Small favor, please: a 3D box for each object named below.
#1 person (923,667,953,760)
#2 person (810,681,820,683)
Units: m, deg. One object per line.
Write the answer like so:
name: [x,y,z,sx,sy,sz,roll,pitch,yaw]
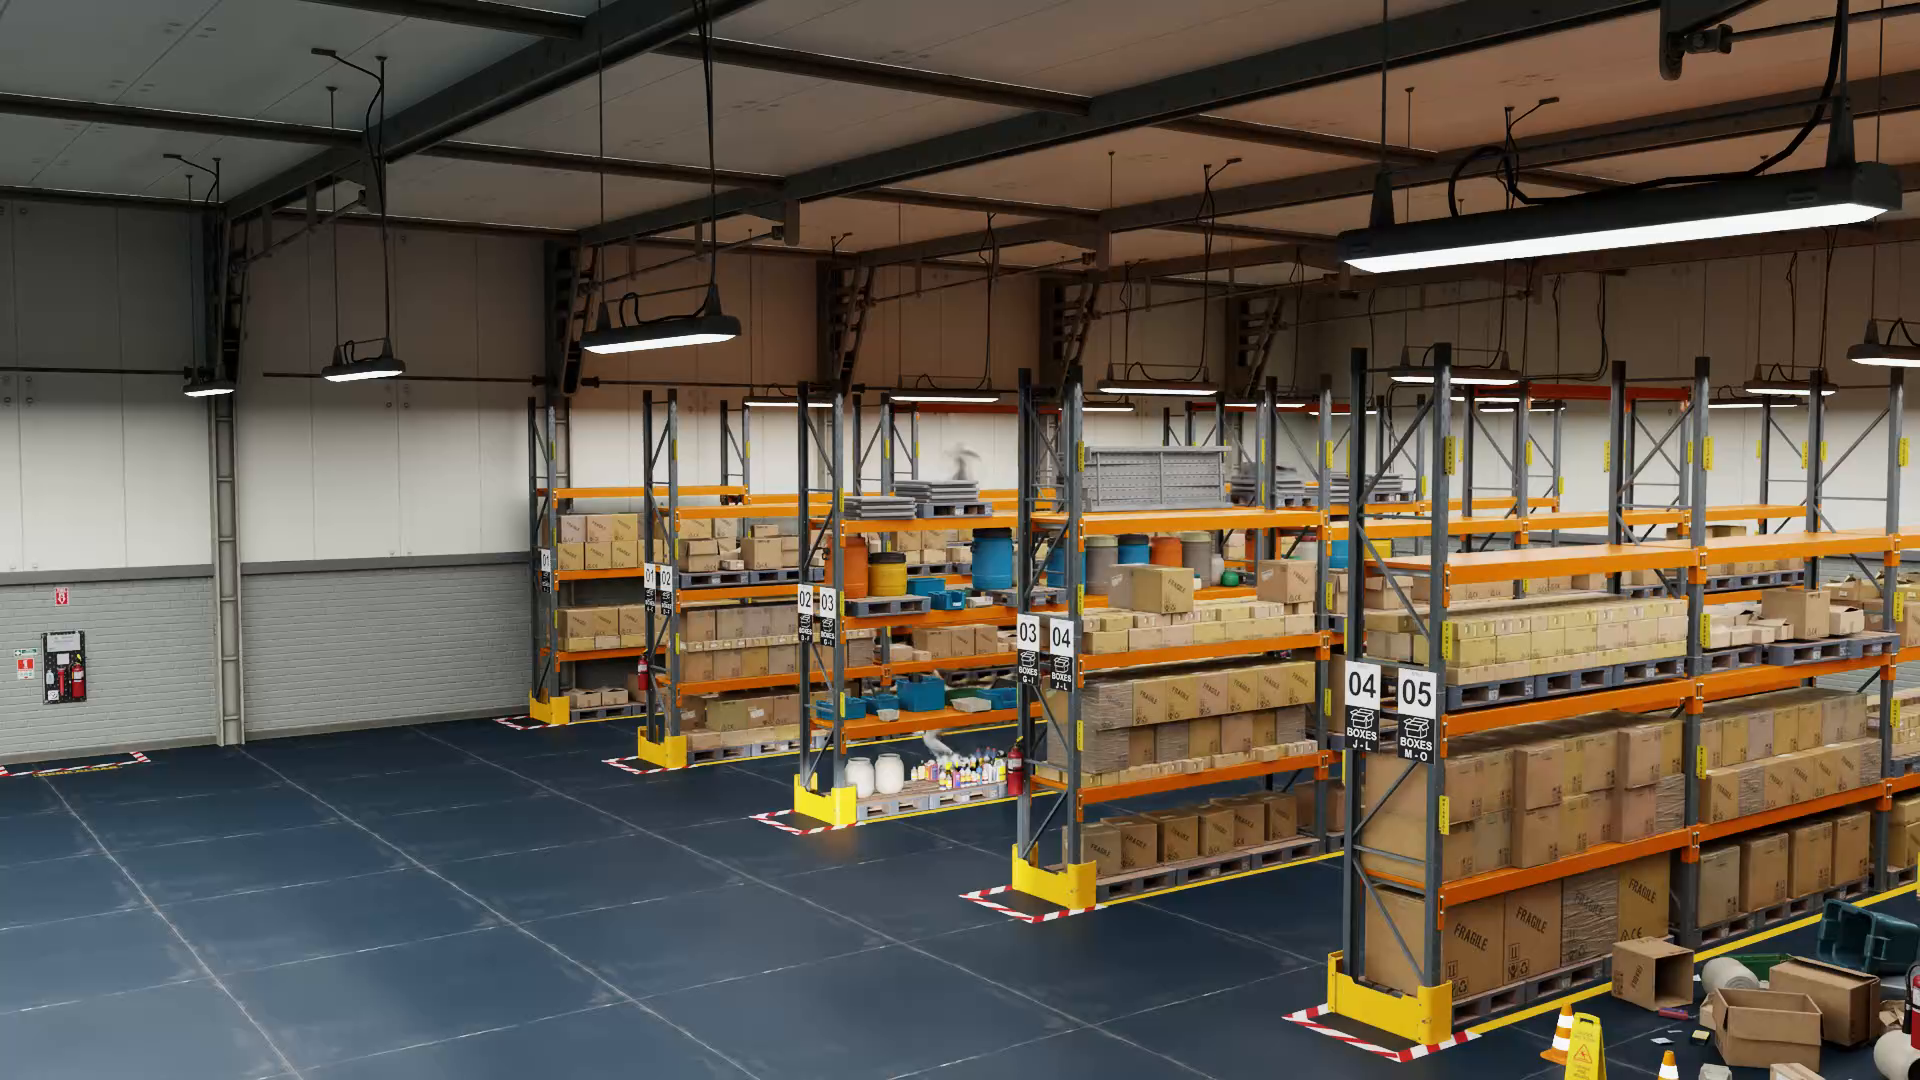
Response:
person: [-0.377,2.808,25.969,0.571,1.633,0.550,-2,4,-31]
person: [-2.761,2.454,30.791,0.944,1.755,0.673,-3,4,-40]
